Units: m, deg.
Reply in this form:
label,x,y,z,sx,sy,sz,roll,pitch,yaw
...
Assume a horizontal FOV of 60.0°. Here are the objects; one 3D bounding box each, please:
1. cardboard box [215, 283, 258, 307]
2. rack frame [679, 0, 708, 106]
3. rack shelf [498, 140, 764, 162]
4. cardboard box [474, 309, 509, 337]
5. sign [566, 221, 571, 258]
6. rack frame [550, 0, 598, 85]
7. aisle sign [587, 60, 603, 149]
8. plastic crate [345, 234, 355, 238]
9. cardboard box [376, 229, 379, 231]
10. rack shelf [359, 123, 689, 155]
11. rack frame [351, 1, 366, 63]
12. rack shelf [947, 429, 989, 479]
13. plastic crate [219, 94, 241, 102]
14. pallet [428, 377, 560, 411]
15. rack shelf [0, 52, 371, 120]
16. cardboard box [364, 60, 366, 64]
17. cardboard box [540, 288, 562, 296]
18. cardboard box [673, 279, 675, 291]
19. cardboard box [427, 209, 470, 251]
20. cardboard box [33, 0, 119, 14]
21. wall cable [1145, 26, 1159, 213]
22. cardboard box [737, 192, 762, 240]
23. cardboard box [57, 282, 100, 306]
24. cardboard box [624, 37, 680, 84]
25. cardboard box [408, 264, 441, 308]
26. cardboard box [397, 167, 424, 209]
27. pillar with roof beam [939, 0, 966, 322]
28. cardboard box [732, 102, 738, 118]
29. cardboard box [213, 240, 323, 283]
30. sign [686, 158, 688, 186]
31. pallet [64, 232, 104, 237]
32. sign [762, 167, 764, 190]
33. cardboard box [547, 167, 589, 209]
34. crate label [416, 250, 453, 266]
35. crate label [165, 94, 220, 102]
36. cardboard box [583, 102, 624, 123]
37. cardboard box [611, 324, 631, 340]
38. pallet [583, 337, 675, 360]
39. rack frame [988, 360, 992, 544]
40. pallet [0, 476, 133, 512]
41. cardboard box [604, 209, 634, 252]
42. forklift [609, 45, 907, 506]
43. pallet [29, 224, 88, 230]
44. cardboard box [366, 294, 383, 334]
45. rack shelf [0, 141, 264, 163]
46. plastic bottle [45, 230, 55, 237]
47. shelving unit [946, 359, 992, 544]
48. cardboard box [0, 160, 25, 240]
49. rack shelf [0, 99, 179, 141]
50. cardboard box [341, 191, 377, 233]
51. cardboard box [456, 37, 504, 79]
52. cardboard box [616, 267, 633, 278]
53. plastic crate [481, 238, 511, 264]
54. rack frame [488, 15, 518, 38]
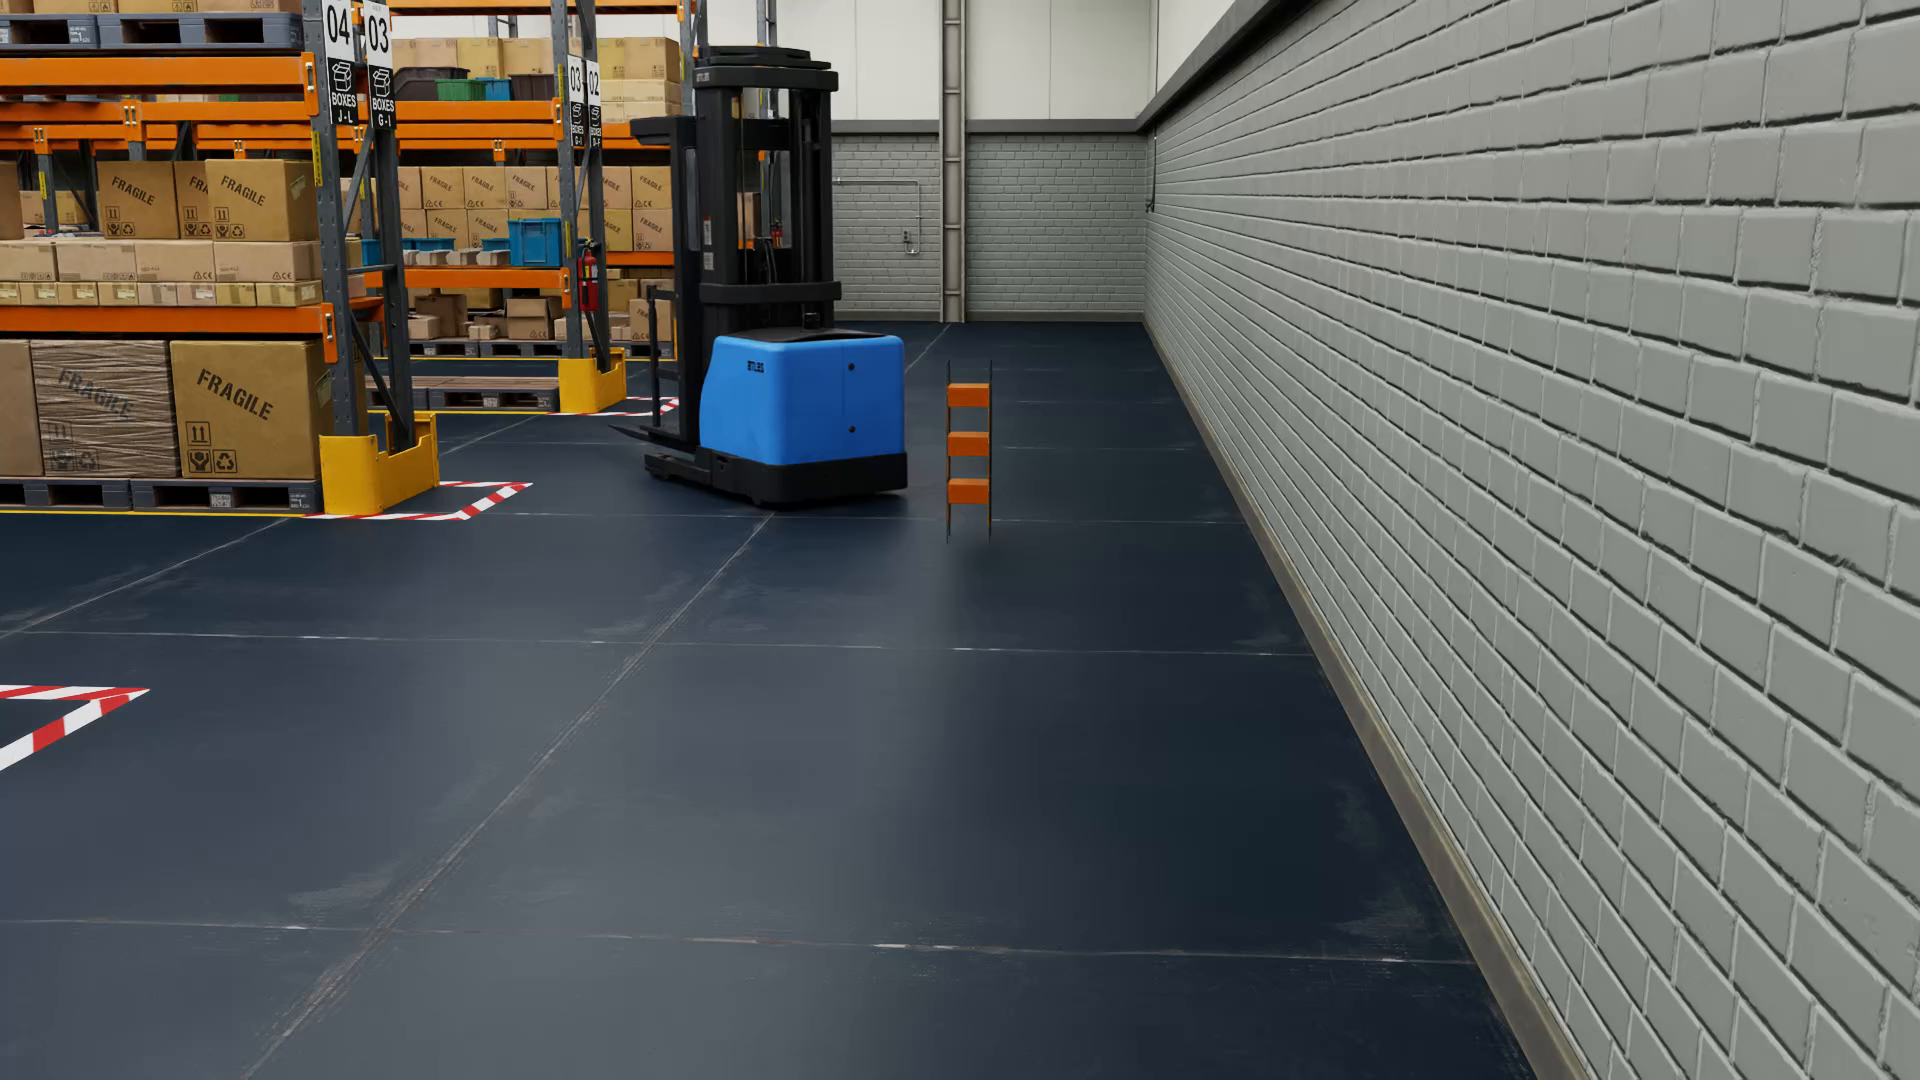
label,x,y,z,sx,sy,sz,roll,pitch,yaw
cardboard box,-4.494,-1.562,10.524,0.250,0.149,0.380,1,12,4
rack frame,-3.192,-6.705,19.842,0.127,3.000,1.000,1,12,4
rack shelf,-4.860,-5.924,25.192,4.000,0.370,1.077,1,12,4
cardboard box,-5.847,-2.762,21.139,0.500,0.311,0.500,1,12,4
sign,-3.547,-2.724,15.064,0.005,0.325,0.100,1,12,4
rack frame,-3.526,-5.693,15.005,0.127,3.000,1.000,1,12,4
aisle sign,-3.435,-4.088,15.638,0.004,0.787,0.394,1,12,4
plastic crate,-6.006,-2.724,15.607,0.530,0.282,0.437,1,12,4
cardboard box,-8.741,-4.701,25.480,0.250,0.149,0.380,1,12,6
rack shelf,-5.187,-4.912,20.354,4.000,0.370,1.077,1,12,4
rack frame,-7.183,-6.759,20.104,0.127,3.000,1.000,1,12,4
rack shelf,0.053,-0.503,9.659,0.240,0.259,0.215,1,12,4
plastic crate,-7.074,-4.232,15.863,0.662,0.188,0.450,1,12,4
pallet,-4.347,-1.411,15.996,1.213,0.211,1.003,1,12,4
rack shelf,-5.853,-2.888,10.679,4.000,0.370,1.077,1,12,4
cardboard box,-7.680,-5.617,20.452,0.600,0.600,0.600,0,12,-2
cardboard box,-6.116,-3.786,25.620,0.500,0.500,0.700,1,12,4
cardboard box,-4.069,-3.758,25.488,0.500,0.500,0.700,1,12,4
cardboard box,-6.181,-3.803,20.378,0.500,0.500,0.500,1,12,5
cardboard box,-5.452,-3.542,10.534,0.500,0.500,0.700,0,12,0
wall cable,2.755,-6.046,24.279,0.112,2.526,3.097,1,12,4
cardboard box,-3.374,-4.932,25.287,0.700,0.700,0.980,1,12,6
cardboard box,-5.513,-1.576,10.591,0.250,0.149,0.380,1,12,4
cardboard box,-3.705,-5.778,20.054,0.500,0.500,0.700,1,12,4
cardboard box,-8.400,-3.982,25.704,0.750,0.750,0.750,1,12,5
cardboard box,-6.731,-4.297,20.300,0.500,0.500,0.500,1,12,5
pillar with roof beam,-0.400,-6.977,21.144,0.400,9.000,9.100,1,12,4
cardboard box,-3.613,-6.385,24.738,0.500,0.250,0.500,1,12,5
cardboard box,-4.359,-1.769,10.539,0.500,0.250,0.500,1,12,3
sign,-3.249,-4.377,19.765,0.005,0.325,0.100,1,12,4
pallet,-10.493,-3.789,21.023,1.003,0.211,1.213,1,12,4
sign,-2.914,-5.352,24.622,0.005,0.325,0.100,1,12,4
cardboard box,-4.676,-4.269,20.166,0.500,0.500,0.500,1,12,5
crate label,-4.920,-2.637,15.544,0.243,0.136,0.396,1,12,4
crate label,-7.048,-4.084,15.286,0.466,0.136,0.293,1,12,4
cardboard box,-4.220,-5.125,19.984,0.500,0.250,0.500,1,12,4
cardboard box,-4.149,-2.578,20.611,0.250,0.166,0.380,1,12,4
pallet,-4.063,-2.415,20.798,1.213,0.211,1.003,1,12,4
rack frame,0.175,-0.511,9.649,0.008,1.050,0.200,1,12,4
pallet,-5.874,-0.392,11.125,1.213,0.211,1.003,1,12,4
cardboard box,-4.175,-3.774,20.240,0.500,0.500,0.500,1,12,4
forklift,-1.608,-1.906,11.720,1.130,2.935,3.031,-8,14,-34
pallet,-14.085,-4.810,25.907,1.213,0.211,1.003,1,12,4
cardboard box,-7.649,-2.871,21.198,0.500,0.500,0.500,0,12,1
rack shelf,-12.842,-6.033,25.715,4.000,0.370,1.077,1,12,4
plastic bottle,-8.631,-2.765,15.779,0.185,0.351,0.144,1,12,4
shelving unit,0.053,-0.513,9.657,0.252,1.050,0.215,1,12,4
cardboard box,-6.377,-2.165,10.601,0.500,0.500,0.500,0,12,2
rack shelf,-9.513,-3.955,15.778,4.000,0.370,1.077,1,12,4
cardboard box,-7.640,-4.130,20.914,0.500,0.500,0.700,-3,12,-15
cardboard box,-5.706,-5.789,20.106,0.500,0.500,0.700,1,12,4
cardboard box,-5.207,-4.132,25.690,0.250,0.149,0.380,1,12,4
plastic crate,-4.408,-2.783,16.011,0.300,0.233,0.416,1,12,4
rack frame,-6.855,-7.771,24.942,0.127,3.000,1.000,1,12,4
